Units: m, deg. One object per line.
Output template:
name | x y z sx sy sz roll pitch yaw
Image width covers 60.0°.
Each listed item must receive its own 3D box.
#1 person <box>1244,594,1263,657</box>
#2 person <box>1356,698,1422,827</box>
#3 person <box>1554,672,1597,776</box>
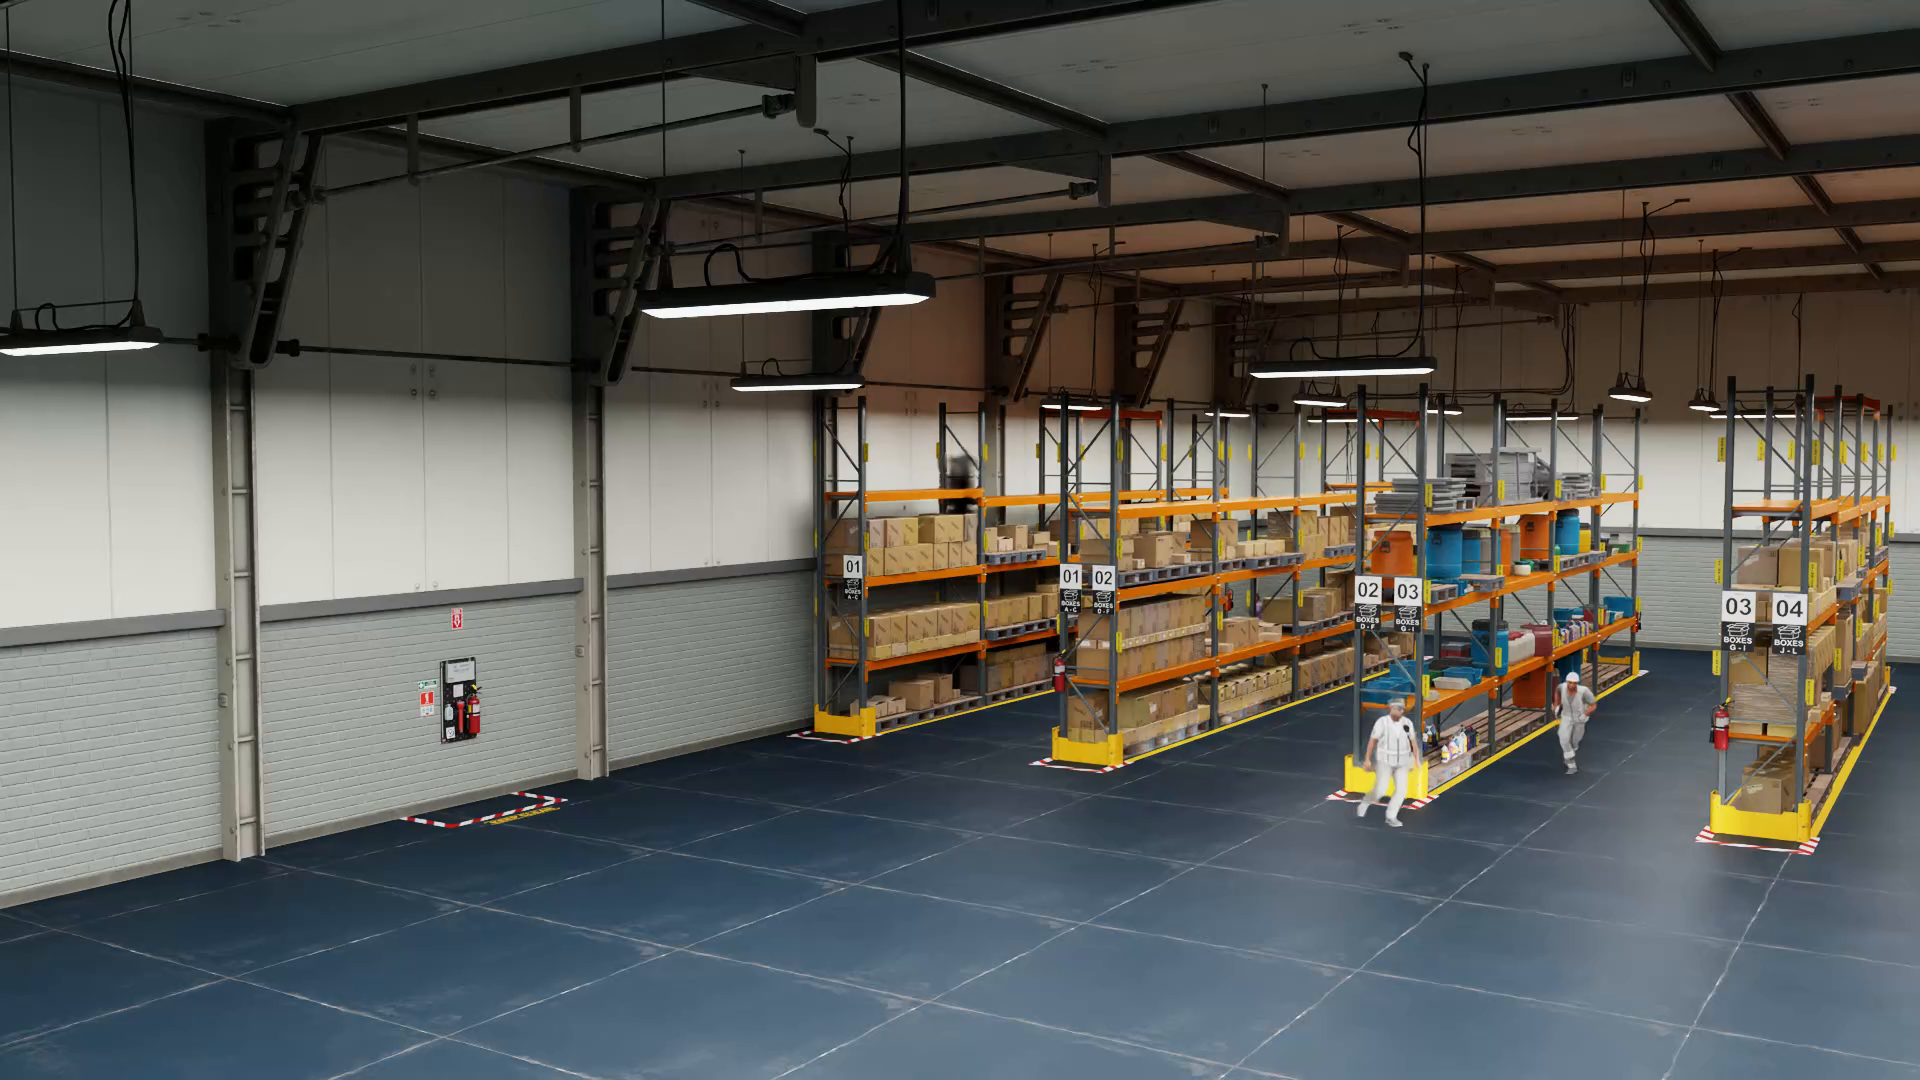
person | 7.262 2.084 40.934 0.565 1.565 0.532 1 3 22
person | 5.753 2.961 22.348 0.712 1.738 0.698 -1 3 -10
person | 9.642 2.831 26.031 0.647 1.631 1.122 2 3 27
